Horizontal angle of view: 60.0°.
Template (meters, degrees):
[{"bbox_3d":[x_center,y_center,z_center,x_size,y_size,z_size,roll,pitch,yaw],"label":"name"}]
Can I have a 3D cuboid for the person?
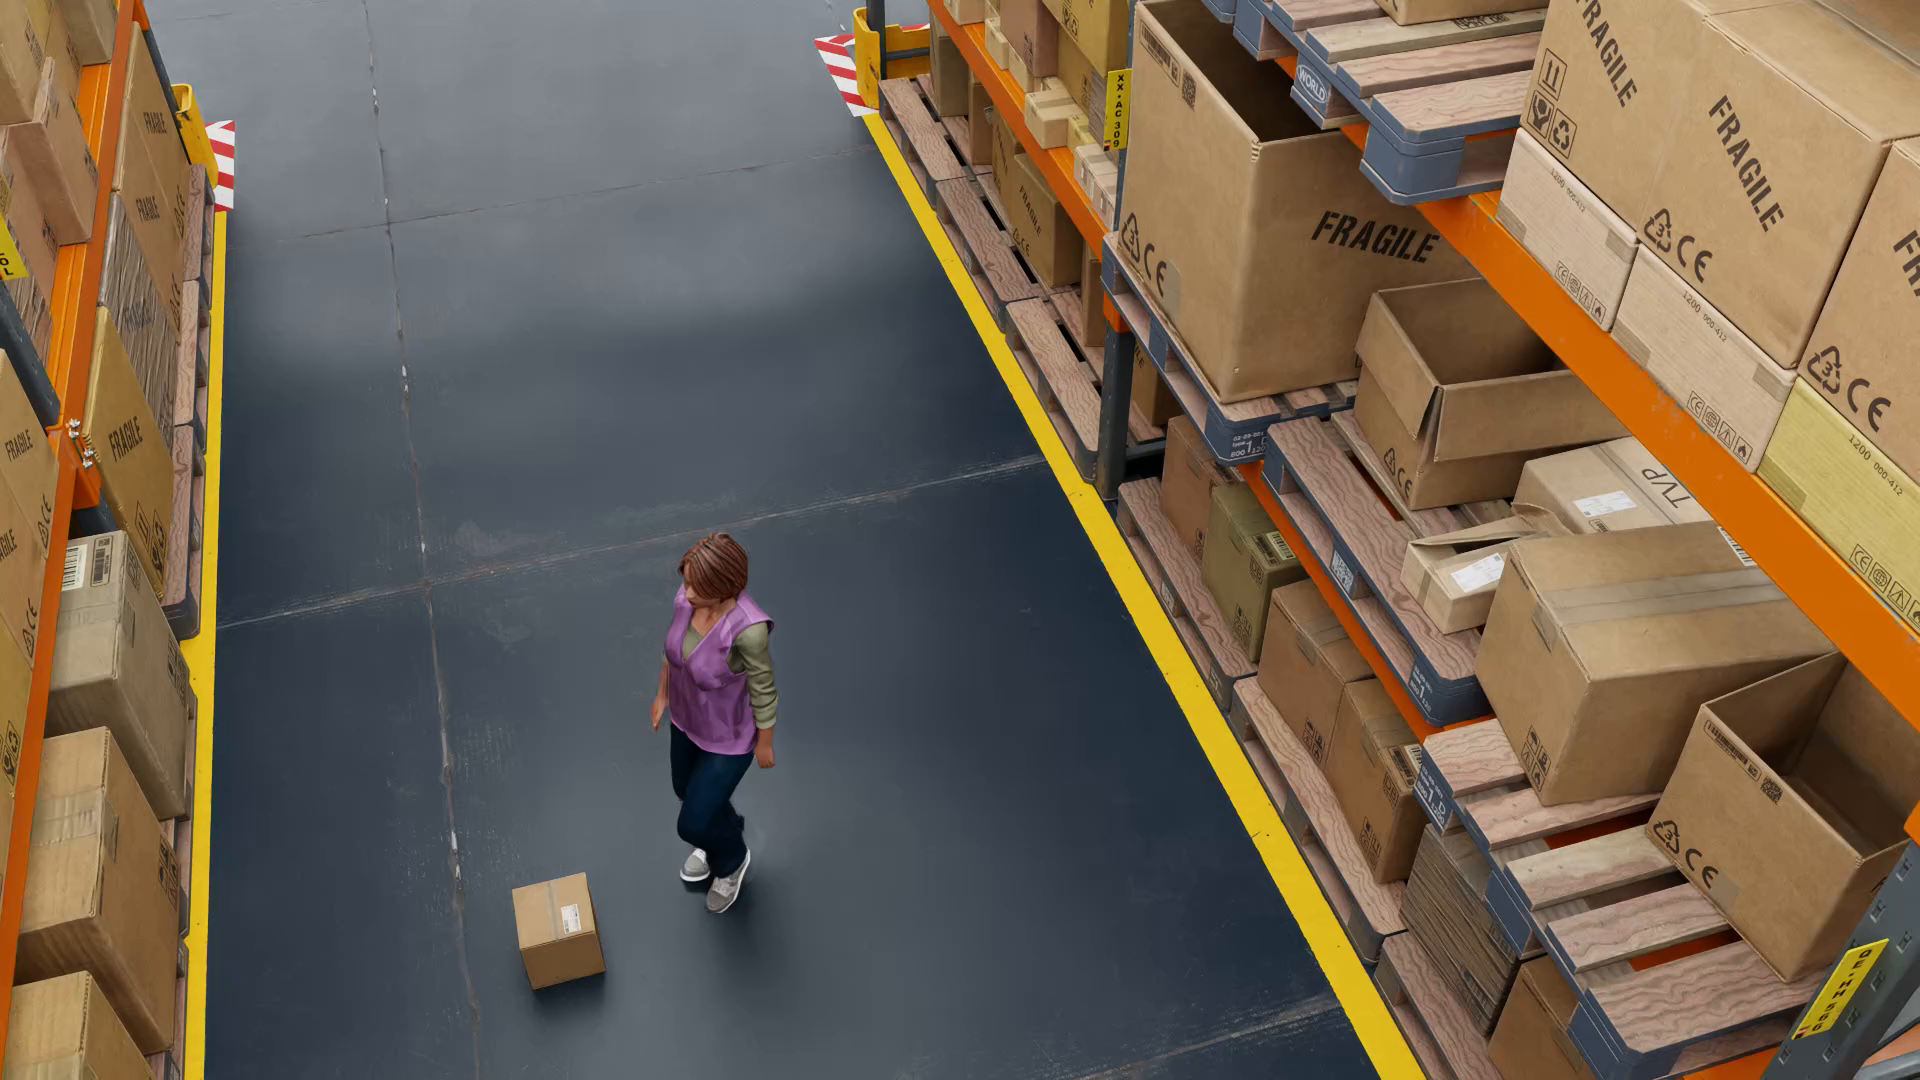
[{"bbox_3d":[-0.836,0.636,5.485,0.431,1.634,0.453,-32,52,-30],"label":"person"}]
